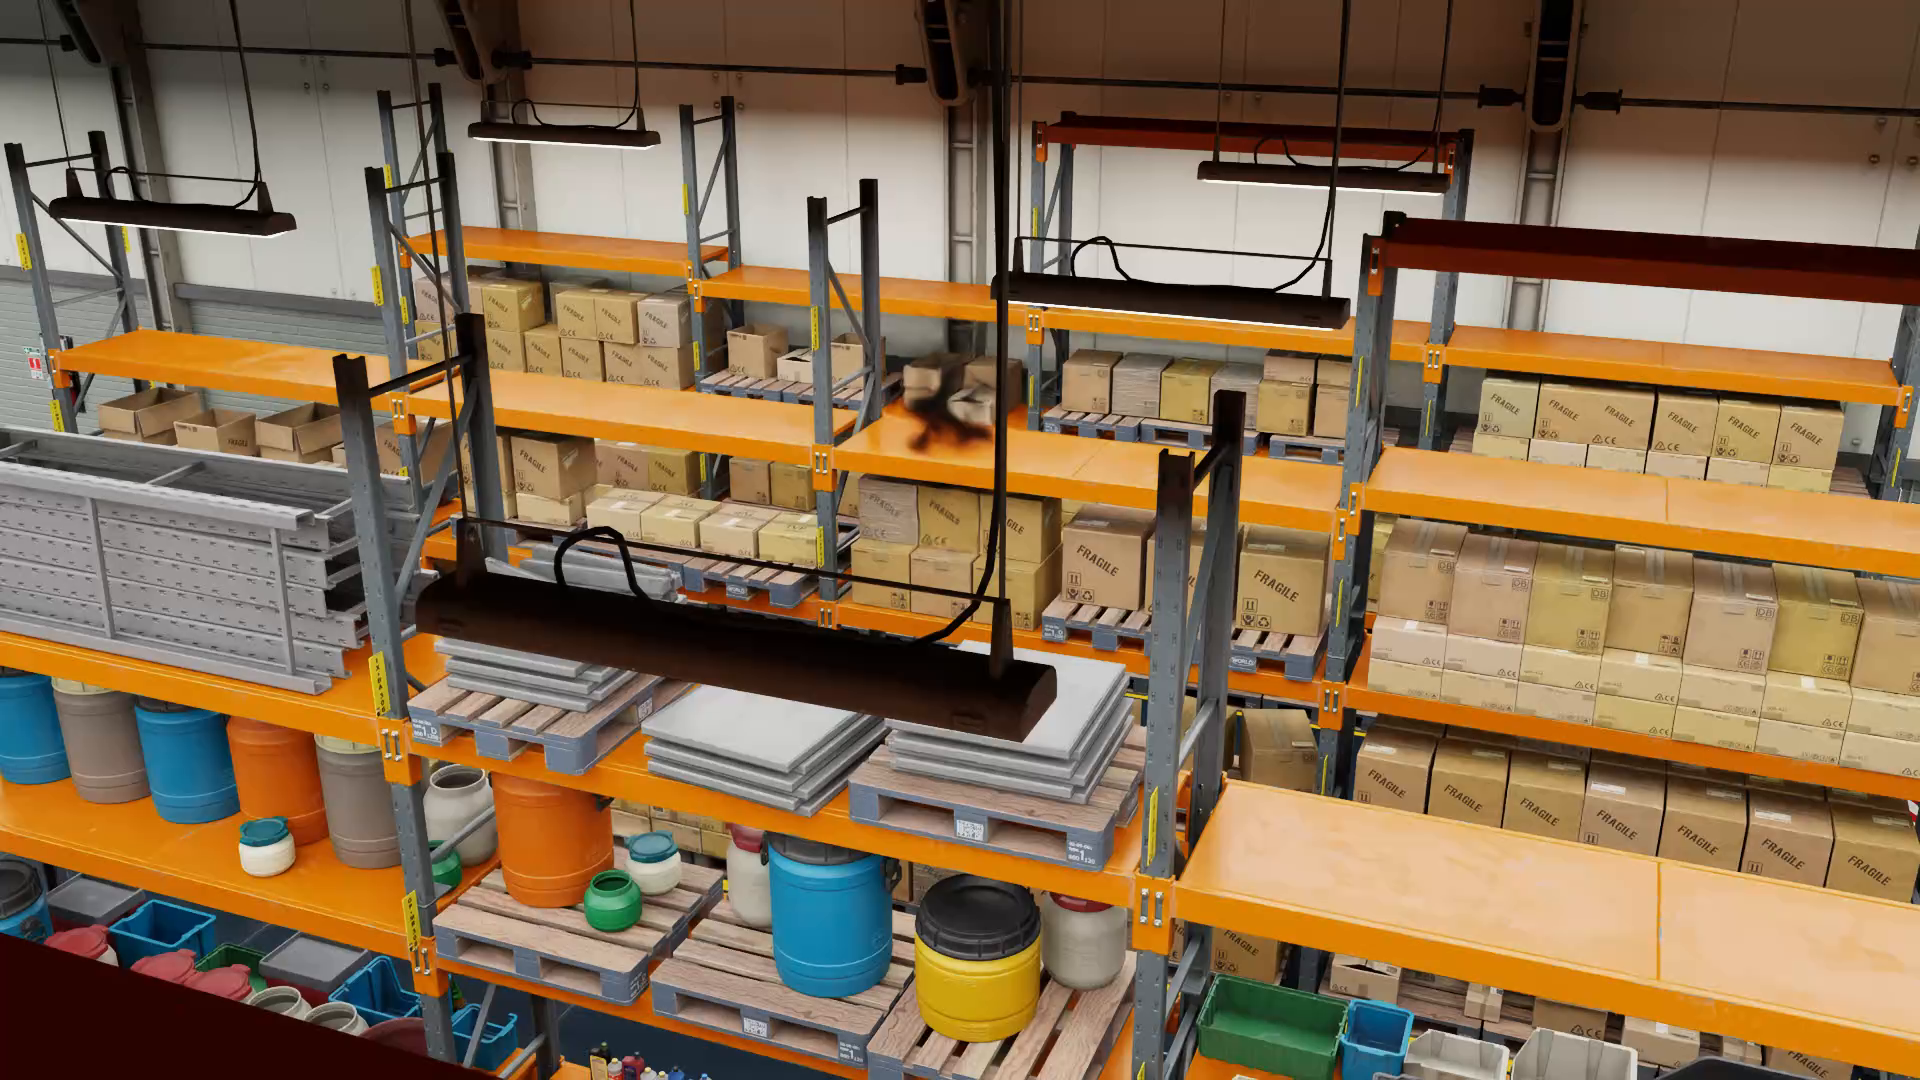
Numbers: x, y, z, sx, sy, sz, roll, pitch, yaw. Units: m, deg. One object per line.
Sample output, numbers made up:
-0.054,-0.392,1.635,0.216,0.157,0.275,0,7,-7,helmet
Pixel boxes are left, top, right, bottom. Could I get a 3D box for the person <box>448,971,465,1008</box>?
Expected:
-4.161,2.762,12.610,0.690,1.775,0.641,3,21,8,person
